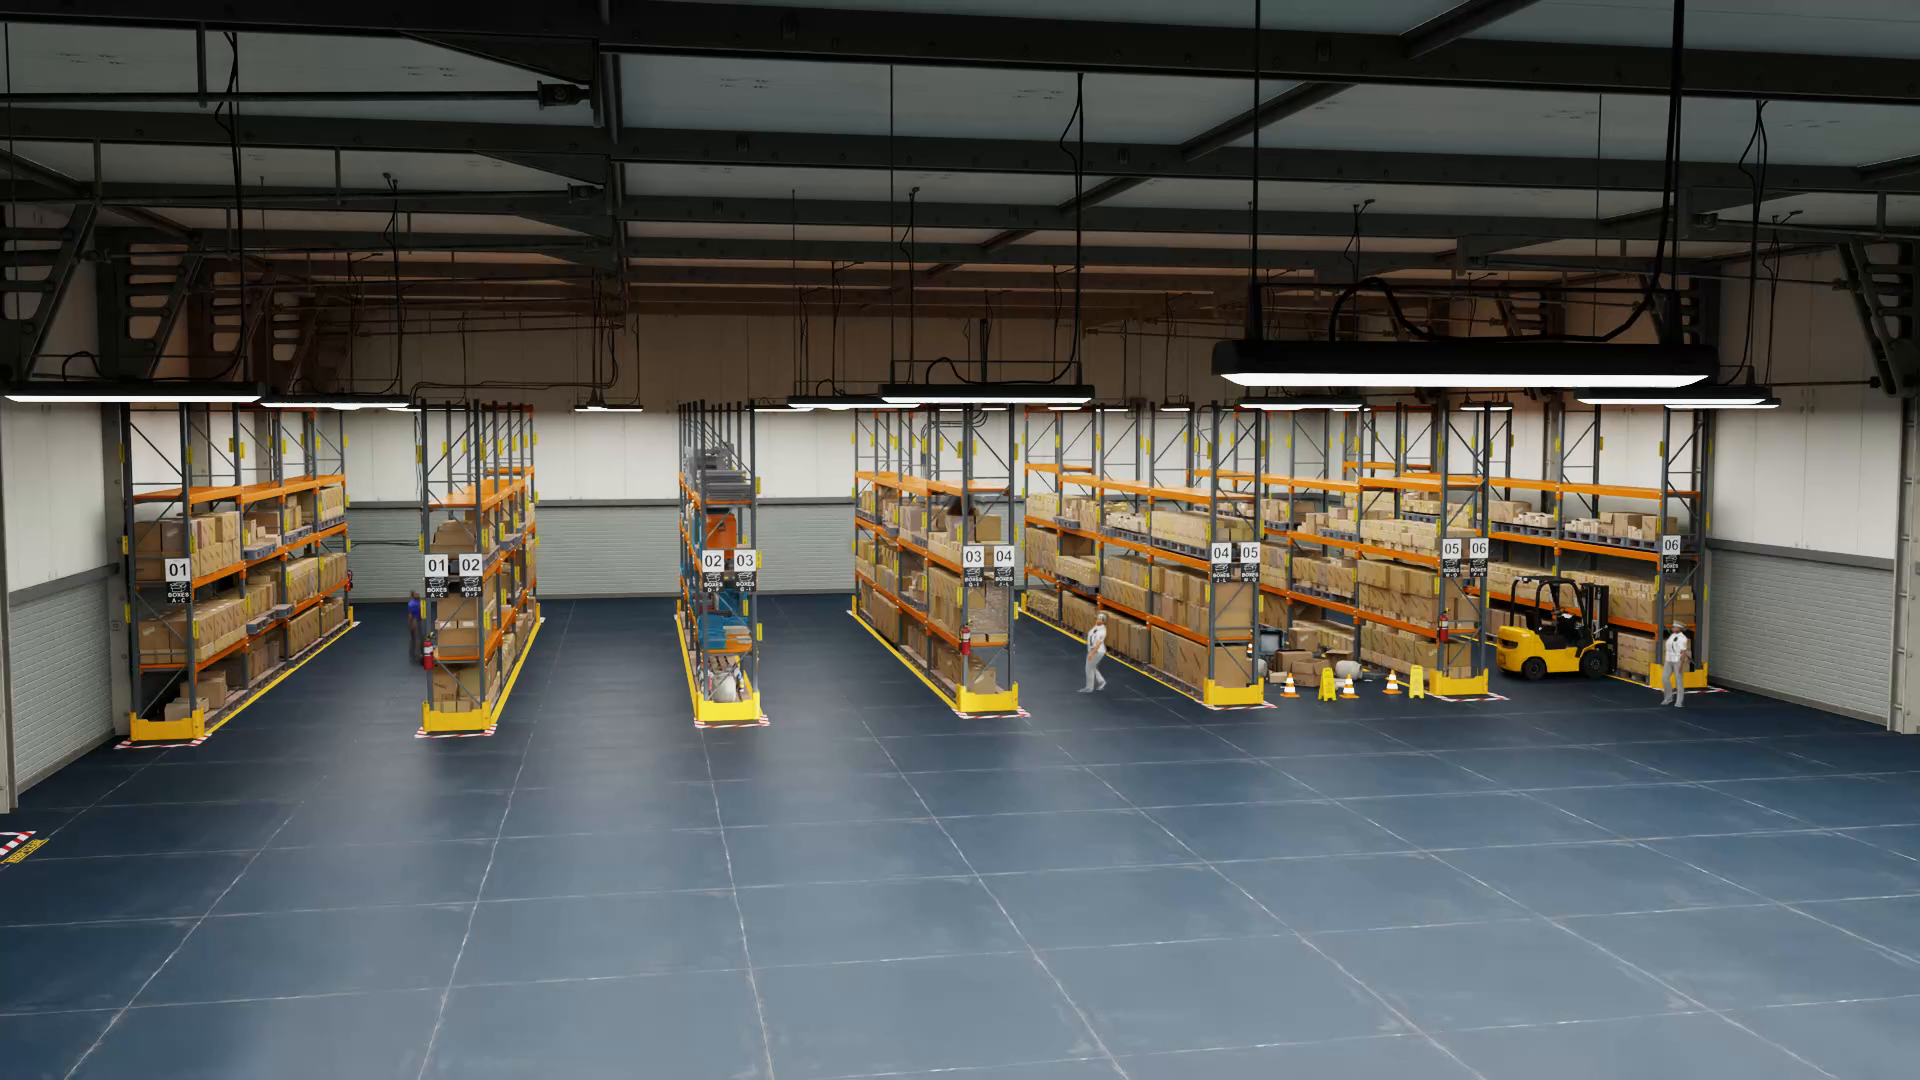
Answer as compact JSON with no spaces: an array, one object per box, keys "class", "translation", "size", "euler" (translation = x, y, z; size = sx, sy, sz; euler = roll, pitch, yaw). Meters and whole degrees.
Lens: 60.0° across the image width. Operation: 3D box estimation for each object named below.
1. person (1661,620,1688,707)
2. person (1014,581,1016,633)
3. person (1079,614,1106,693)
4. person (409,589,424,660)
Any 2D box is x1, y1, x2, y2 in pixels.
[{"class":"person","translation":[14.052,2.445,32.697],"size":[0.376,1.753,0.514],"euler":[-2,5,-29]},{"class":"person","translation":[1.202,1.562,43.697],"size":[0.601,1.728,1.037],"euler":[-1,4,-11]},{"class":"person","translation":[2.747,2.336,34.278],"size":[0.566,1.646,0.576],"euler":[0,4,0]},{"class":"person","translation":[-12.583,1.977,38.725],"size":[0.543,1.656,0.486],"euler":[0,4,-3]}]
